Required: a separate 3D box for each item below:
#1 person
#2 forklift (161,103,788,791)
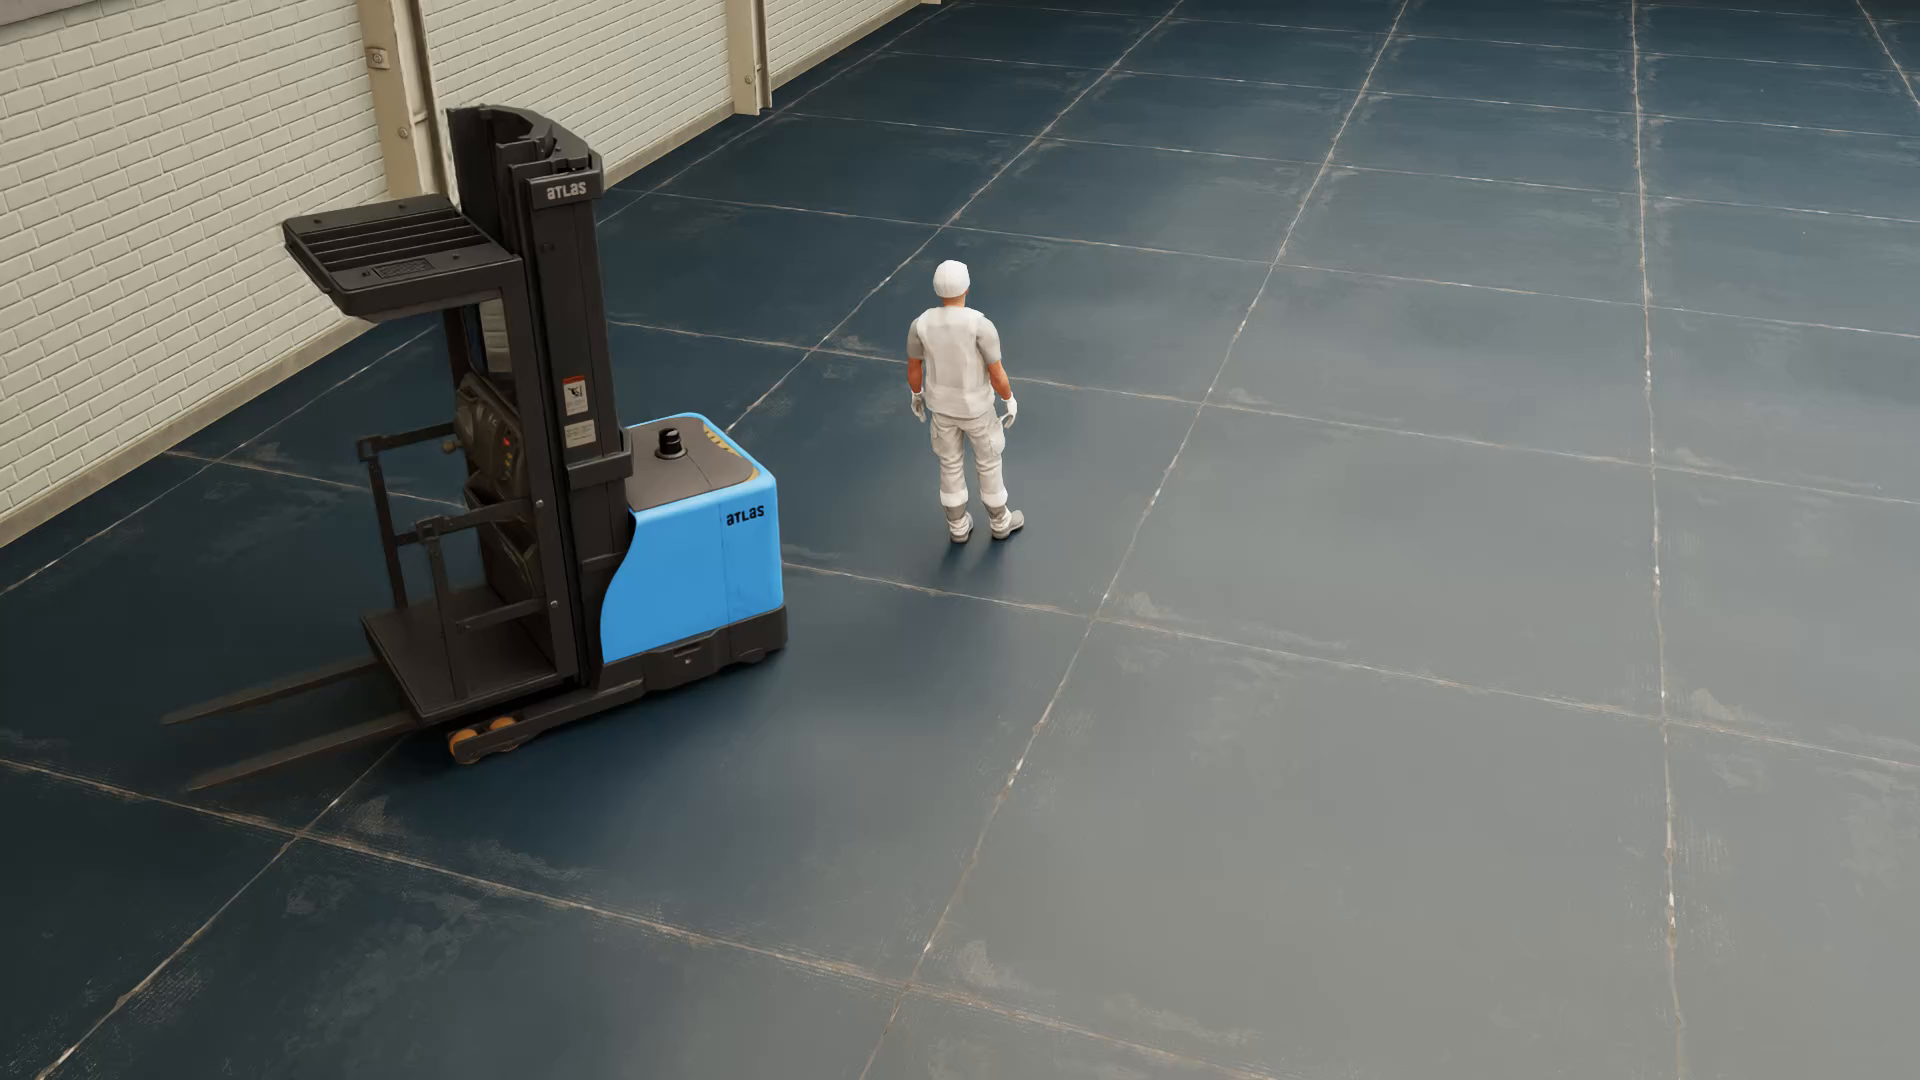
[{"bbox_3d":[0.036,-0.819,9.713,0.638,1.789,0.562,10,31,16],"label":"person"},{"bbox_3d":[-2.448,-0.472,7.965,3.031,2.935,1.130,-18,34,-28],"label":"forklift"}]
